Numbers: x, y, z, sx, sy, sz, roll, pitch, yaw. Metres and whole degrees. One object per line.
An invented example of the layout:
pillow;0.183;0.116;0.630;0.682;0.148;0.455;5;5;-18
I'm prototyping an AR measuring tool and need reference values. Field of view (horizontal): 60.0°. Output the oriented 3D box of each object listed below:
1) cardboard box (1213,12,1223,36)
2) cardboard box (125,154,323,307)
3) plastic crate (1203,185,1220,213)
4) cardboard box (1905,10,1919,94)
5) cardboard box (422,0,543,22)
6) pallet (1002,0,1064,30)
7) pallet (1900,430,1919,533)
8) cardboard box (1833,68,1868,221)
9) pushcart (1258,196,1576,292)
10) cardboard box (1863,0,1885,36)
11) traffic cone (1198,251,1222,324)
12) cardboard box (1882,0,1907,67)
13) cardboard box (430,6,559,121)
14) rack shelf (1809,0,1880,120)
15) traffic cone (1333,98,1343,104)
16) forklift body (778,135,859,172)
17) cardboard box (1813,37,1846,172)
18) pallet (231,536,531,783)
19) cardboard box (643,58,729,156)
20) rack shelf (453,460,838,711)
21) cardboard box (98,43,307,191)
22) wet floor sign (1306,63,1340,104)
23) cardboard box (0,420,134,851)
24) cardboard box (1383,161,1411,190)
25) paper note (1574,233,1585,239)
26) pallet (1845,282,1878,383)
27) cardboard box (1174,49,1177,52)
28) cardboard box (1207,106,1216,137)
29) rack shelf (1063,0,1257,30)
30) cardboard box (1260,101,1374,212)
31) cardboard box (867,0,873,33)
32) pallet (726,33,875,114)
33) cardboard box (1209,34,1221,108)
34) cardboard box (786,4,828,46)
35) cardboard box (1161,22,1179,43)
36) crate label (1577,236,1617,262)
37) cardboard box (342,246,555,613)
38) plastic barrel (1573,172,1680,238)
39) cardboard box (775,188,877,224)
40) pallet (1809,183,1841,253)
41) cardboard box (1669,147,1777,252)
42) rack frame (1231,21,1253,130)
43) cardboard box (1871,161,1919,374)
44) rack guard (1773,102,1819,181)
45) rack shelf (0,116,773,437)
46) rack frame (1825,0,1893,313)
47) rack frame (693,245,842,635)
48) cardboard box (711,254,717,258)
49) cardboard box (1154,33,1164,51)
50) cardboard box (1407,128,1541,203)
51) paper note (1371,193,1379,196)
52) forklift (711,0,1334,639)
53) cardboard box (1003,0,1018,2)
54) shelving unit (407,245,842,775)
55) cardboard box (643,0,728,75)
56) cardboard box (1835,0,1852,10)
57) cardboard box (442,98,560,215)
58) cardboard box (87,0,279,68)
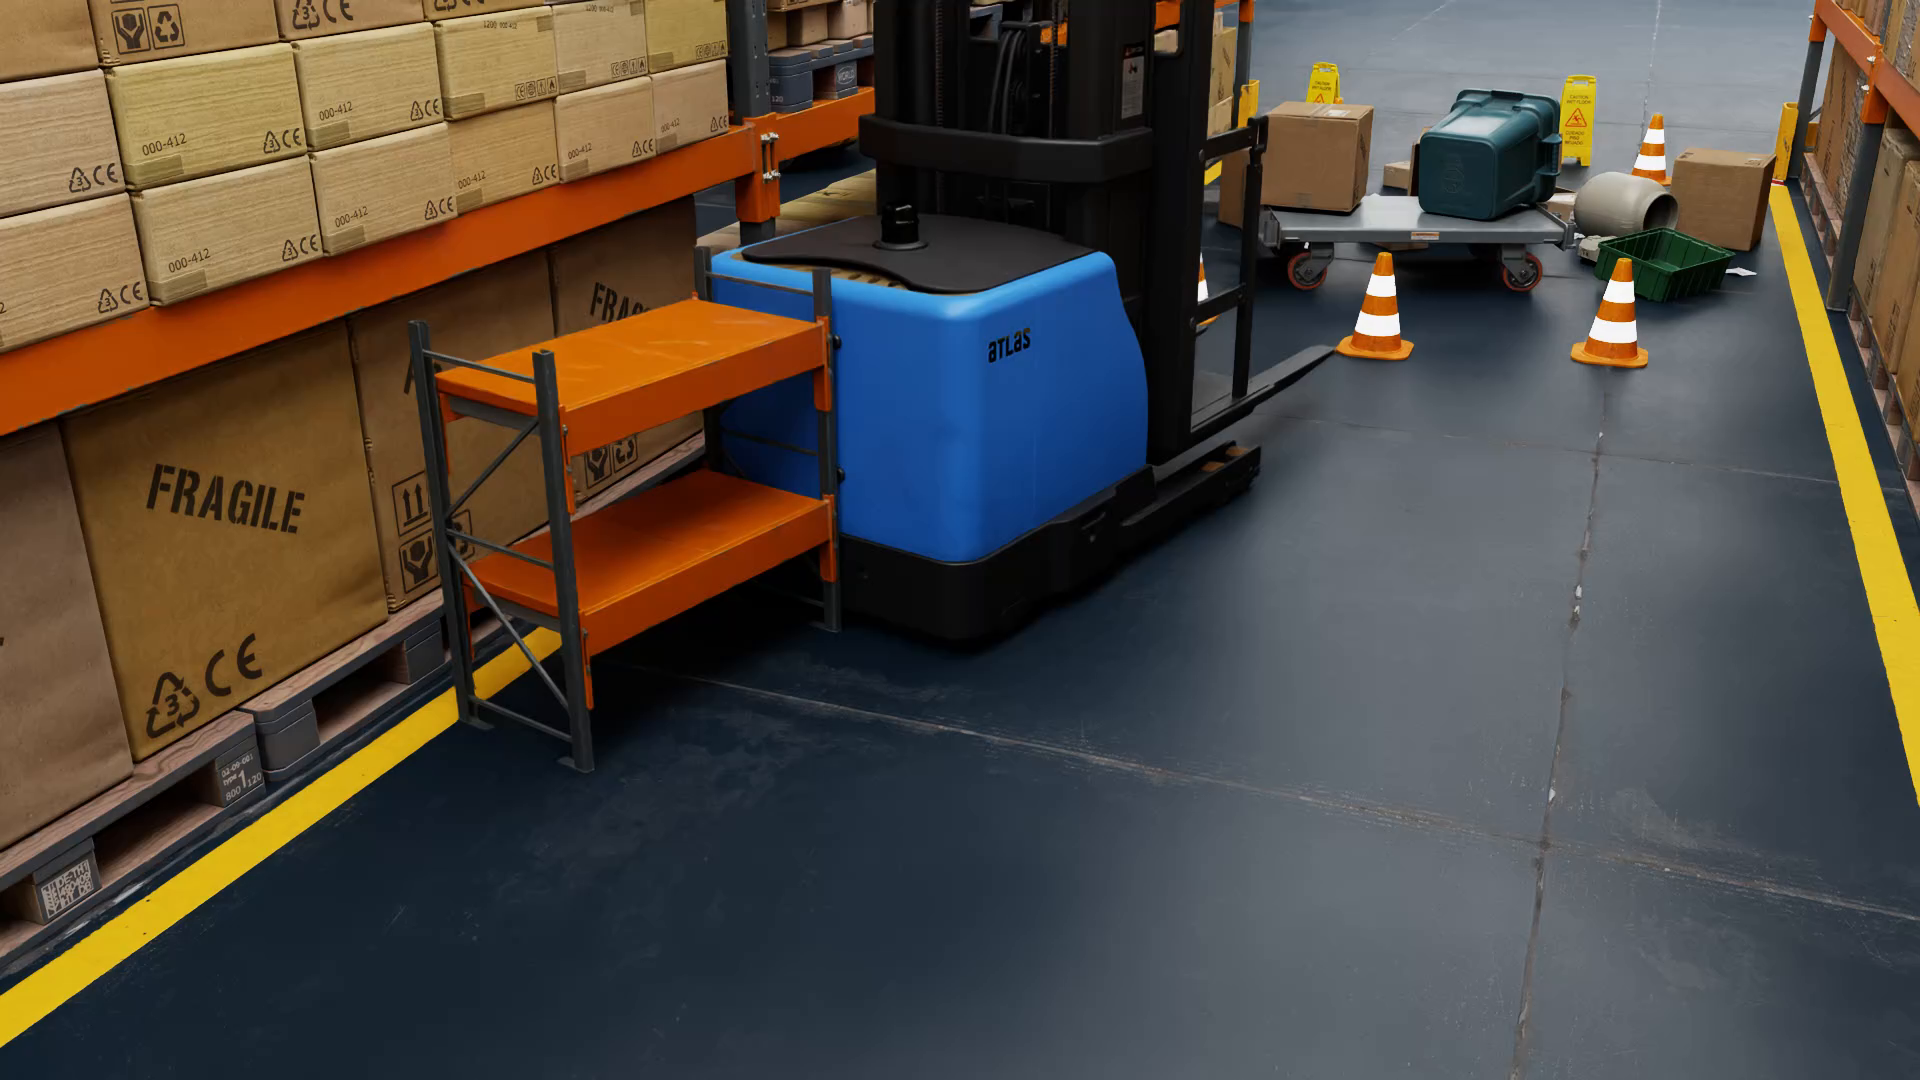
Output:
cardboard box;1.675;-3.720;11.973;0.380;0.149;0.250;10;24;22
cardboard box;-1.849;-0.738;3.819;0.500;0.250;0.500;9;24;20
plastic crate;1.663;-2.281;11.107;0.402;0.080;0.583;1;23;2
cardboard box;4.132;-2.048;6.632;0.500;0.500;0.500;9;24;20
cardboard box;-1.490;-1.676;4.443;0.500;0.500;0.500;9;24;20
pallet;-0.100;-2.842;8.912;1.003;0.211;1.213;9;24;20
pallet;3.829;-0.064;5.630;1.003;0.211;1.213;9;24;20
cardboard box;5.582;-2.263;9.487;0.875;0.875;0.875;9;24;20
pushcart;2.454;-1.665;9.247;1.648;0.377;0.936;1;23;2
cardboard box;5.261;-2.914;8.640;0.875;0.550;0.550;9;24;20
traffic cone;1.158;-1.369;8.427;0.336;0.463;0.334;9;24;20
cardboard box;4.507;-2.408;7.492;0.500;0.500;0.500;9;24;21
cardboard box;-1.470;-1.334;4.597;0.500;0.250;0.500;8;24;19
rack shelf;5.695;-2.895;9.722;1.077;0.370;4.000;9;24;20
traffic cone;2.842;-3.106;12.585;0.336;0.463;0.334;9;24;20
forklift body;-1.816;-3.993;12.519;2.313;2.155;1.214;9;24;20
cardboard box;6.247;-2.904;11.022;0.875;0.875;0.875;9;24;20
pallet;-1.985;0.241;4.899;1.003;0.211;1.213;9;24;20
cardboard box;-1.114;-1.465;5.560;0.500;0.250;0.500;8;24;18
rack shelf;-0.867;0.094;4.700;0.538;0.278;1.000;15;27;32
cardboard box;-1.848;-0.967;3.719;0.500;0.250;0.500;9;24;21
wet floor sign;2.868;-3.443;13.157;0.267;0.644;0.232;19;29;38
cardboard box;-2.497;0.233;3.513;0.875;0.875;0.875;10;25;22
cardboard box;3.193;-2.542;11.642;0.250;0.149;0.380;-17;28;-35
paper note;3.757;-1.885;10.234;0.172;0.023;0.155;19;29;38
pallet;4.735;-0.937;7.720;1.003;0.211;1.213;9;24;20
cardboard box;1.170;-3.006;11.104;0.500;0.500;0.500;10;25;23
cardboard box;1.554;-3.028;12.130;0.500;0.250;0.500;9;24;20
rack shelf;1.061;-3.567;11.332;1.077;0.370;4.000;9;24;20
cardboard box;1.982;-2.135;9.231;0.500;0.500;0.500;9;24;20
cardboard box;-0.472;-2.203;6.913;0.380;0.149;0.250;9;24;20
pallet;-1.001;-1.934;6.737;1.213;0.211;1.003;9;24;20
cardboard box;1.558;-3.375;11.987;0.500;0.500;0.500;10;25;22
cardboard box;-0.738;-2.016;6.466;0.380;0.149;0.250;7;24;17
cardboard box;1.479;-3.537;11.534;0.380;0.149;0.250;10;25;22
crate label;3.713;-1.659;9.544;0.298;0.136;0.250;-7;24;-17
cardboard box;-1.836;-0.412;5.056;0.875;0.875;0.875;9;24;21
plastic barrel;3.949;-1.948;9.864;0.421;0.421;0.512;-12;25;-26
cardboard box;-0.395;-1.470;8.242;0.950;0.372;0.625;10;25;22
pallet;5.759;-1.923;10.081;1.003;0.211;1.213;9;24;20
cardboard box;4.576;-2.061;10.033;0.500;0.500;0.500;13;26;29
rack frame;1.804;-4.615;12.907;1.000;3.000;0.127;9;24;20
cardboard box;4.443;-1.087;6.835;1.050;0.750;0.750;9;24;20
rack guard;6.447;-2.798;11.799;1.175;0.500;0.348;9;24;20
rack shelf;-1.910;-0.705;4.478;1.077;0.370;4.000;9;24;20
rack frame;4.952;-2.511;7.870;1.000;3.000;0.127;9;24;20
rack frame;-0.574;-0.292;4.989;0.500;1.125;0.032;15;27;32
cardboard box;-0.948;-0.934;6.959;0.950;0.372;0.625;7;24;16
cardboard box;1.080;-3.147;10.600;0.380;0.149;0.250;10;25;22
cardboard box;3.163;-2.199;10.185;0.797;0.637;0.503;9;24;20
paper note;2.847;-2.334;11.313;0.148;0.019;0.142;19;29;38
forklift;0.465;-1.572;5.709;1.130;2.935;3.031;15;27;32
cardboard box;0.116;-2.757;8.239;0.380;0.149;0.250;9;24;20
shelving unit;-0.867;-0.132;4.606;0.538;1.125;1.048;15;27;32
cardboard box;-1.111;-1.704;5.484;0.500;0.250;0.500;9;24;20
cardboard box;5.833;-3.490;10.019;0.875;0.550;0.550;9;24;20
cardboard box;-1.491;-1.102;4.691;0.500;0.250;0.500;9;24;20
cardboard box;-1.871;-1.310;3.567;0.500;0.500;0.500;8;24;19
